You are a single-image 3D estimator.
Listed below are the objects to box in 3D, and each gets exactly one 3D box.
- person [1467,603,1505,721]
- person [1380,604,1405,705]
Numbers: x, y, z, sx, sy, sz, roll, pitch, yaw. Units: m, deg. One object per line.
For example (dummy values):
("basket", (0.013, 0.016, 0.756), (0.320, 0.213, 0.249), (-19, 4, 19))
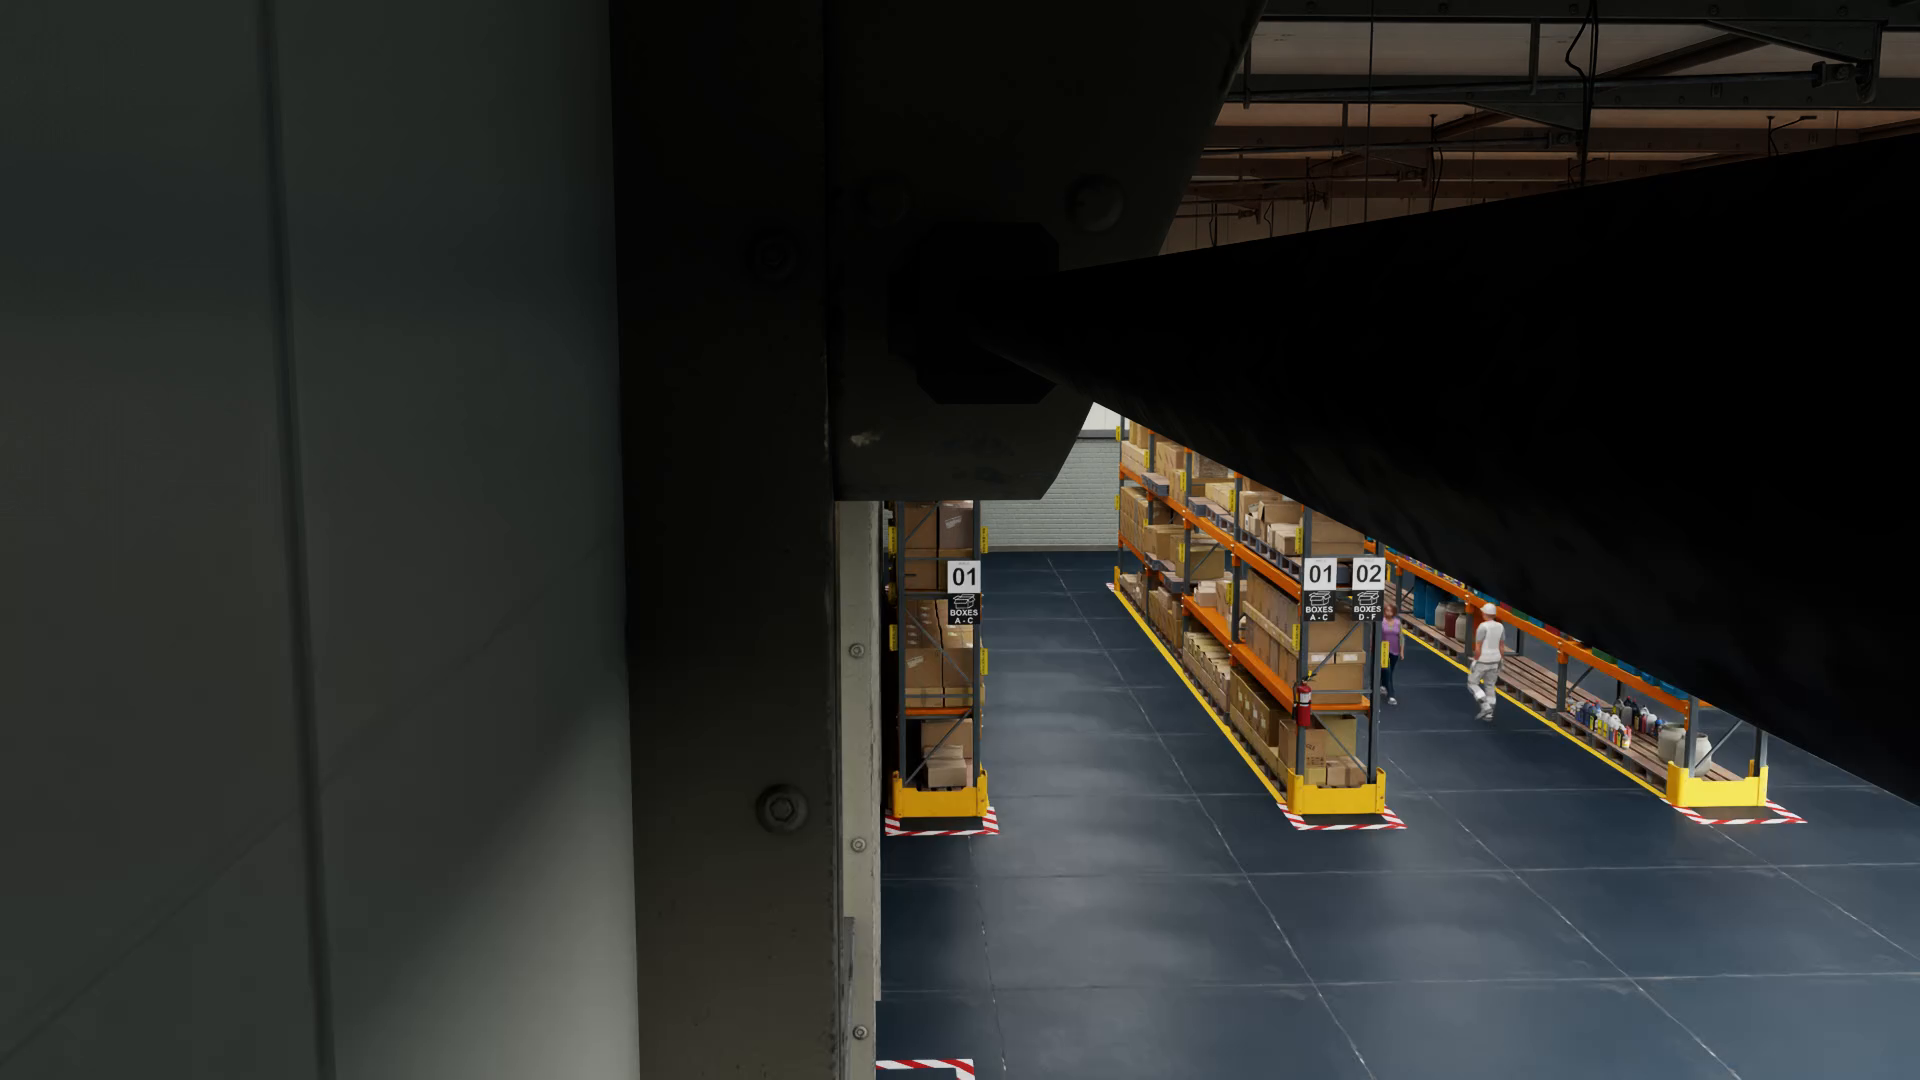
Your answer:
("person", (7.973, 1.852, 25.060), (0.593, 1.791, 0.493), (-4, 9, -26))
("person", (6.807, 1.782, 26.314), (0.389, 1.513, 0.972), (-1, 8, -9))
